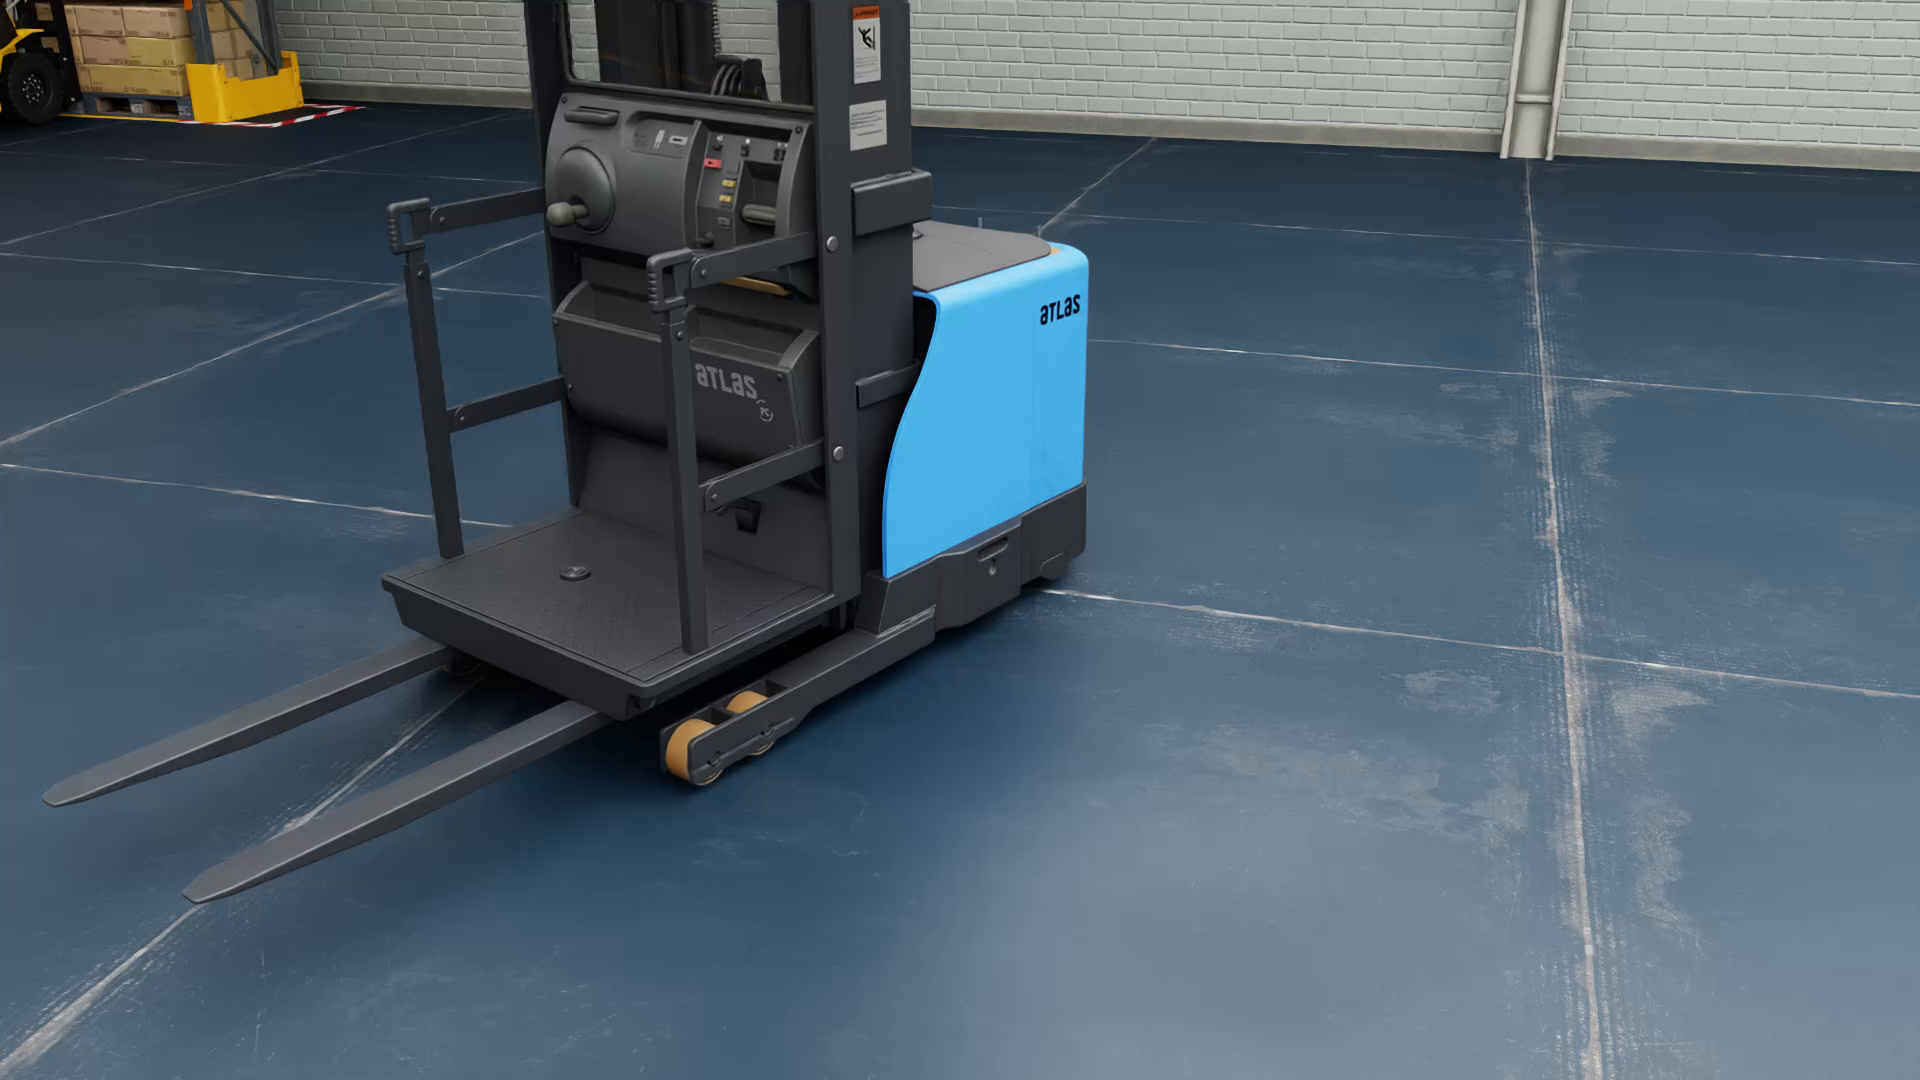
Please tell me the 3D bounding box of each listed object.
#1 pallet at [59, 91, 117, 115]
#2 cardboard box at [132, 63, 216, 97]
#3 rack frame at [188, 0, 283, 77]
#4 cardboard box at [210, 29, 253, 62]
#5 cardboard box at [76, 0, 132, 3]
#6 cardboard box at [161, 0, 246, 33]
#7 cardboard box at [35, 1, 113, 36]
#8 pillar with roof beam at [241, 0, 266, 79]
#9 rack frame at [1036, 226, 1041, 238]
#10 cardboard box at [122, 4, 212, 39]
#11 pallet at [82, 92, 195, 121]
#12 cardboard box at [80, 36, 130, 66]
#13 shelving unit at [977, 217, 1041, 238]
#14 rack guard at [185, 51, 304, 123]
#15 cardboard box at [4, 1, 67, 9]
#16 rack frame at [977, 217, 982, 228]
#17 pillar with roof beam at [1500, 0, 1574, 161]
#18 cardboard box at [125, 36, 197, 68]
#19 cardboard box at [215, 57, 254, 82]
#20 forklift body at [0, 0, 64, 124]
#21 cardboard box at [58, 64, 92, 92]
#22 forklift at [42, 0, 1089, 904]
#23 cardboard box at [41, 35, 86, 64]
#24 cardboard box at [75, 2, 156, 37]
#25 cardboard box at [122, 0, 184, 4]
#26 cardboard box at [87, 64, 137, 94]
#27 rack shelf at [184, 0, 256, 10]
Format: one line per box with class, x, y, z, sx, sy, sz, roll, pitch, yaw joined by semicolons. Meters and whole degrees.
pallet;-8.500;-4.257;15.871;1.213;0.211;1.003;7;23;15
cardboard box;-7.133;-4.203;15.134;0.500;0.250;0.500;7;23;16
rack frame;-6.592;-5.344;14.847;0.127;3.000;1.000;7;23;16
cardboard box;-6.982;-4.625;15.503;0.500;0.250;0.500;7;23;16
cardboard box;-7.952;-4.963;15.668;0.500;0.250;0.500;6;23;15
cardboard box;-6.997;-4.851;15.395;0.500;0.250;0.500;6;23;15
cardboard box;-8.099;-4.772;15.203;0.500;0.250;0.500;7;23;16
pillar with roof beam;-8.242;-6.960;10.879;0.400;9.000;9.100;7;23;16
rack frame;0.207;-0.536;5.693;0.008;1.050;0.200;16;27;34
cardboard box;-7.123;-4.666;14.946;0.500;0.250;0.500;7;23;17
pallet;-7.336;-4.123;15.543;1.213;0.211;1.003;7;23;16
cardboard box;-7.625;-4.497;15.190;0.500;0.250;0.500;6;23;15
shelving unit;0.109;-0.564;5.761;0.252;1.050;0.215;16;27;34
rack guard;-6.569;-4.185;15.314;0.348;0.500;1.175;7;23;16
cardboard box;-8.582;-4.830;15.345;0.500;0.250;0.500;6;23;14
rack frame;0.012;-0.592;5.829;0.008;1.050;0.200;16;27;34
pillar with roof beam;3.247;-5.644;7.672;0.400;9.000;9.100;7;23;16
cardboard box;-7.148;-4.438;15.047;0.500;0.250;0.500;6;23;15
cardboard box;-7.006;-4.391;15.593;0.500;0.250;0.500;7;23;16
forklift body;-8.934;-4.497;13.898;1.214;2.155;2.313;7;23;16
cardboard box;-8.083;-4.319;15.417;0.500;0.250;0.500;7;23;16
forklift;-0.887;-0.942;4.205;1.130;2.935;3.031;16;27;35
cardboard box;-8.126;-4.545;15.310;0.500;0.250;0.500;6;23;14
cardboard box;-7.613;-4.720;15.077;0.500;0.250;0.500;7;23;16
cardboard box;-7.477;-4.904;15.525;0.500;0.250;0.500;7;23;16
cardboard box;-7.606;-4.261;15.276;0.500;0.250;0.500;7;23;15
rack shelf;-8.507;-5.231;15.518;4.000;0.370;1.077;7;23;16
